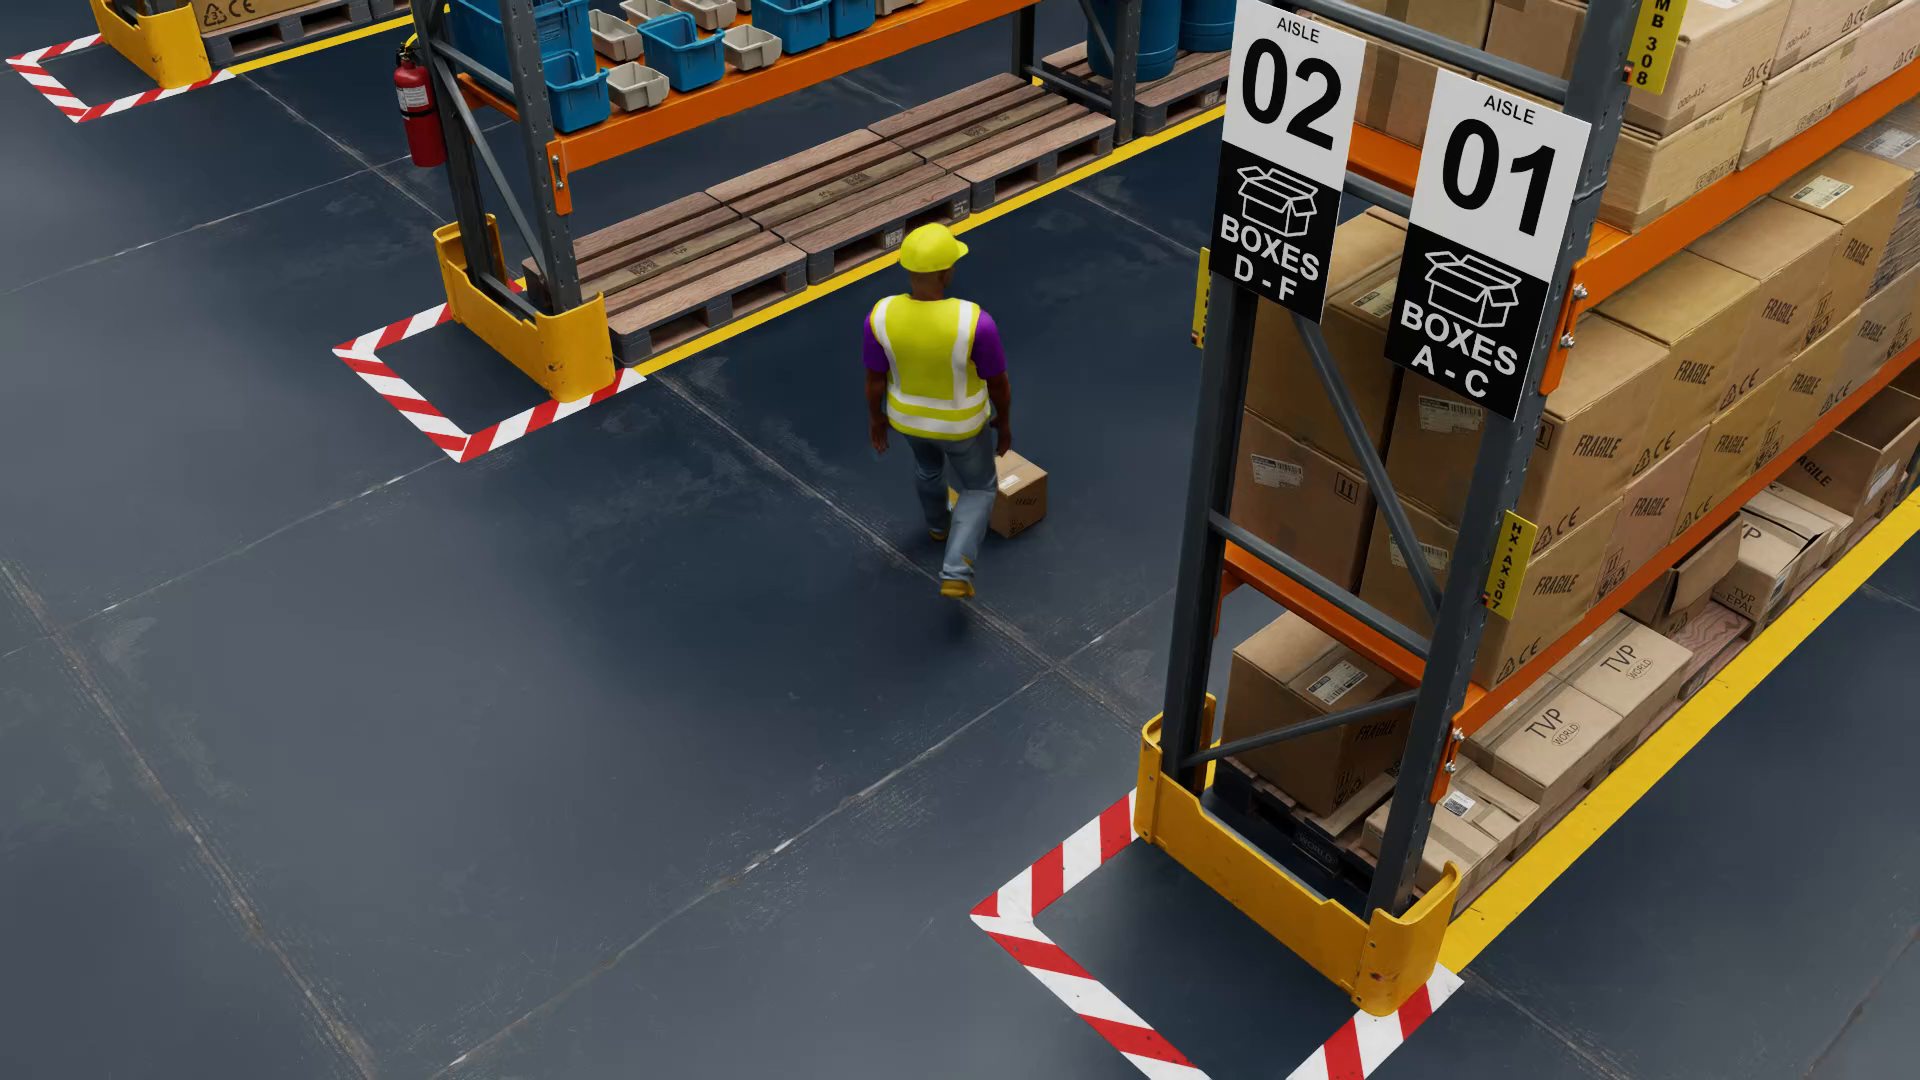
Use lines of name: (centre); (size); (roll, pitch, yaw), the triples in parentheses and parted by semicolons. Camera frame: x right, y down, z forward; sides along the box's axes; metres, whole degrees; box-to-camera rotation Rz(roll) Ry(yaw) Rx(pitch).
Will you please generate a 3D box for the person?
person: (-0.065, -0.548, 6.828); (0.593, 1.730, 0.916); (11, 41, 12)
